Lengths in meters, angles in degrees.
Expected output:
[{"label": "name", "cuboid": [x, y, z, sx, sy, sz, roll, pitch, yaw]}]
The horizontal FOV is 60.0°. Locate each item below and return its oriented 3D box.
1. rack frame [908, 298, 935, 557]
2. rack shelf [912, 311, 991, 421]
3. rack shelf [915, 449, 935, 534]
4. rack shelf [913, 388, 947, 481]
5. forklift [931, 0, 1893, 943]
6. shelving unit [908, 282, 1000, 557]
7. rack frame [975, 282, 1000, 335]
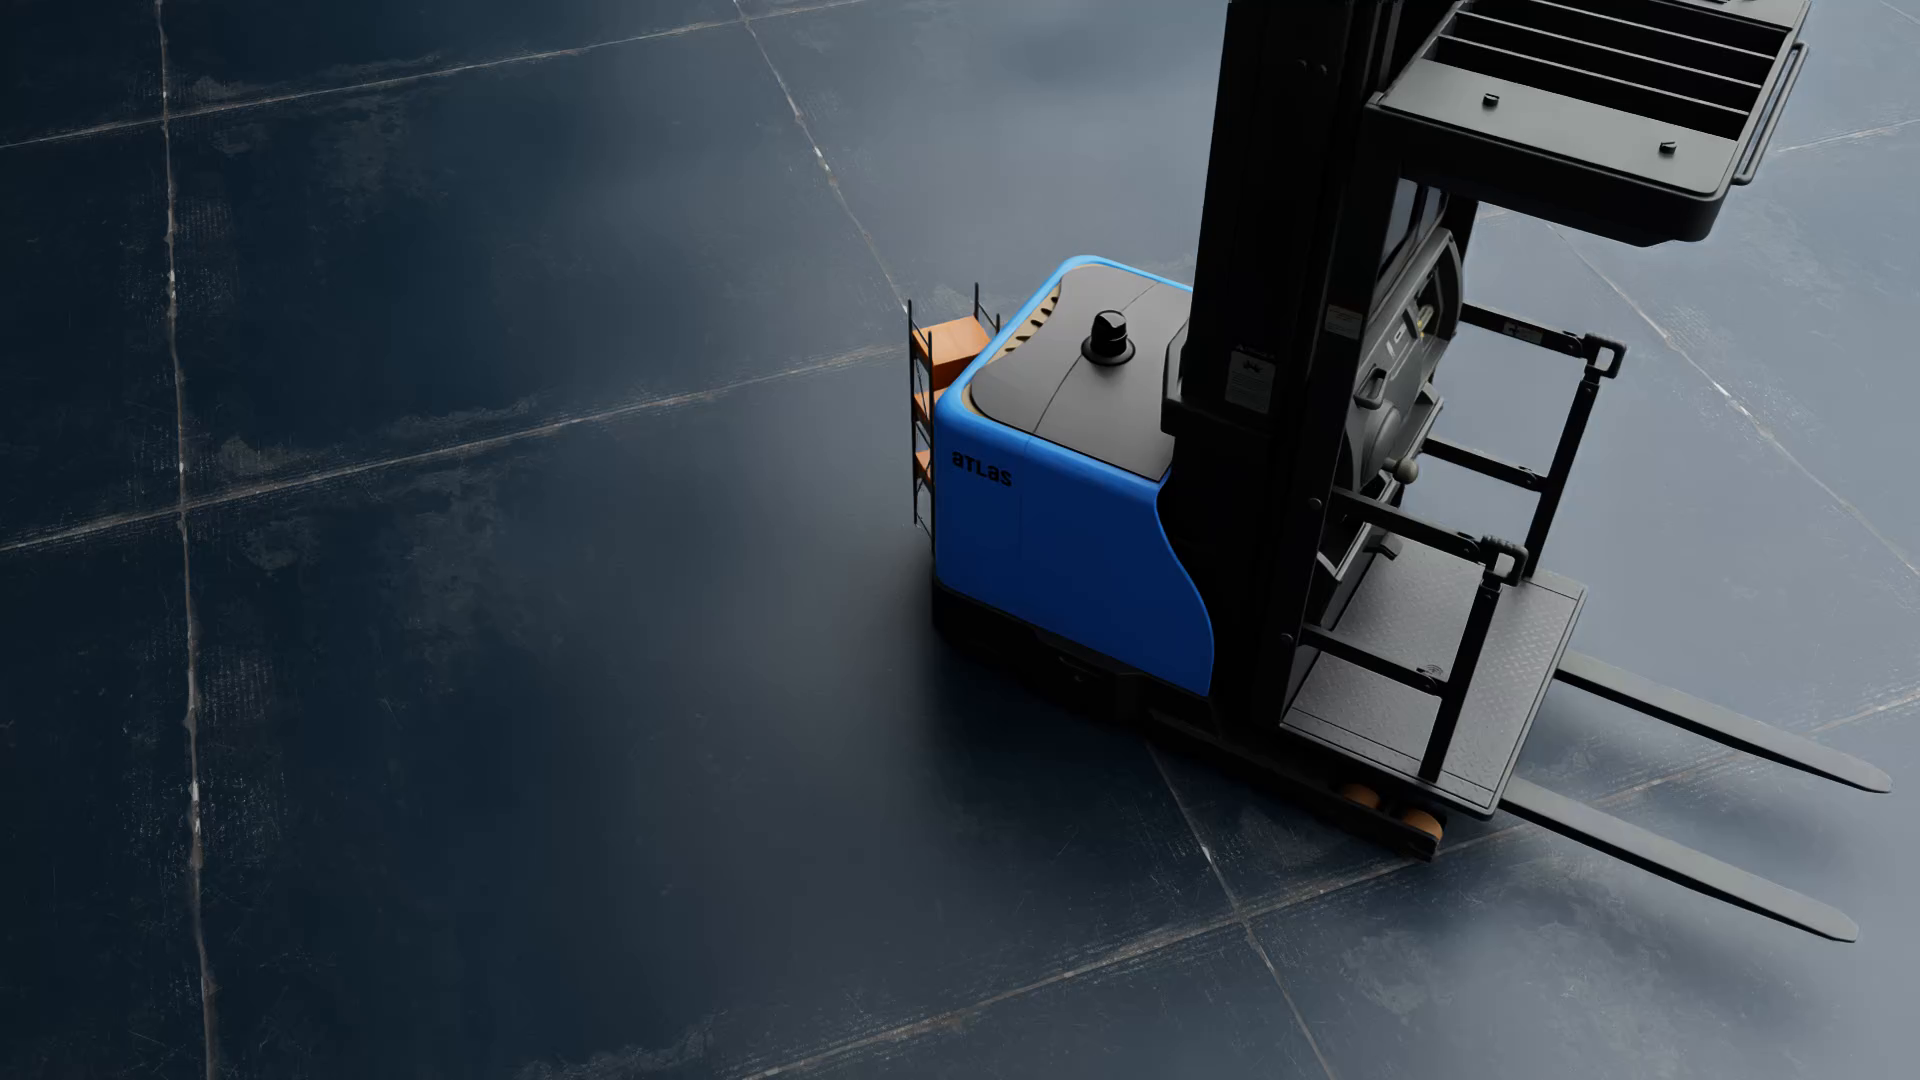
[{"label": "rack frame", "cuboid": [-0.134, -0.373, 5.881, 0.008, 1.050, 0.200, -16, 47, -16]}, {"label": "rack shelf", "cuboid": [-0.021, -0.599, 5.720, 0.240, 0.259, 0.215, -16, 47, -16]}, {"label": "rack shelf", "cuboid": [-0.021, -0.203, 6.118, 0.240, 0.259, 0.215, -16, 47, -16]}, {"label": "rack shelf", "cuboid": [-0.021, -0.399, 5.921, 0.240, 0.259, 0.215, -16, 47, -16]}, {"label": "forklift", "cuboid": [1.436, -0.463, 4.642, 3.031, 2.935, 1.130, 22, 49, 21]}, {"label": "shelving unit", "cuboid": [-0.021, -0.407, 5.914, 0.252, 1.050, 0.215, -16, 47, -16]}, {"label": "rack frame", "cuboid": [0.092, -0.440, 5.947, 0.008, 1.050, 0.200, -16, 47, -16]}]
